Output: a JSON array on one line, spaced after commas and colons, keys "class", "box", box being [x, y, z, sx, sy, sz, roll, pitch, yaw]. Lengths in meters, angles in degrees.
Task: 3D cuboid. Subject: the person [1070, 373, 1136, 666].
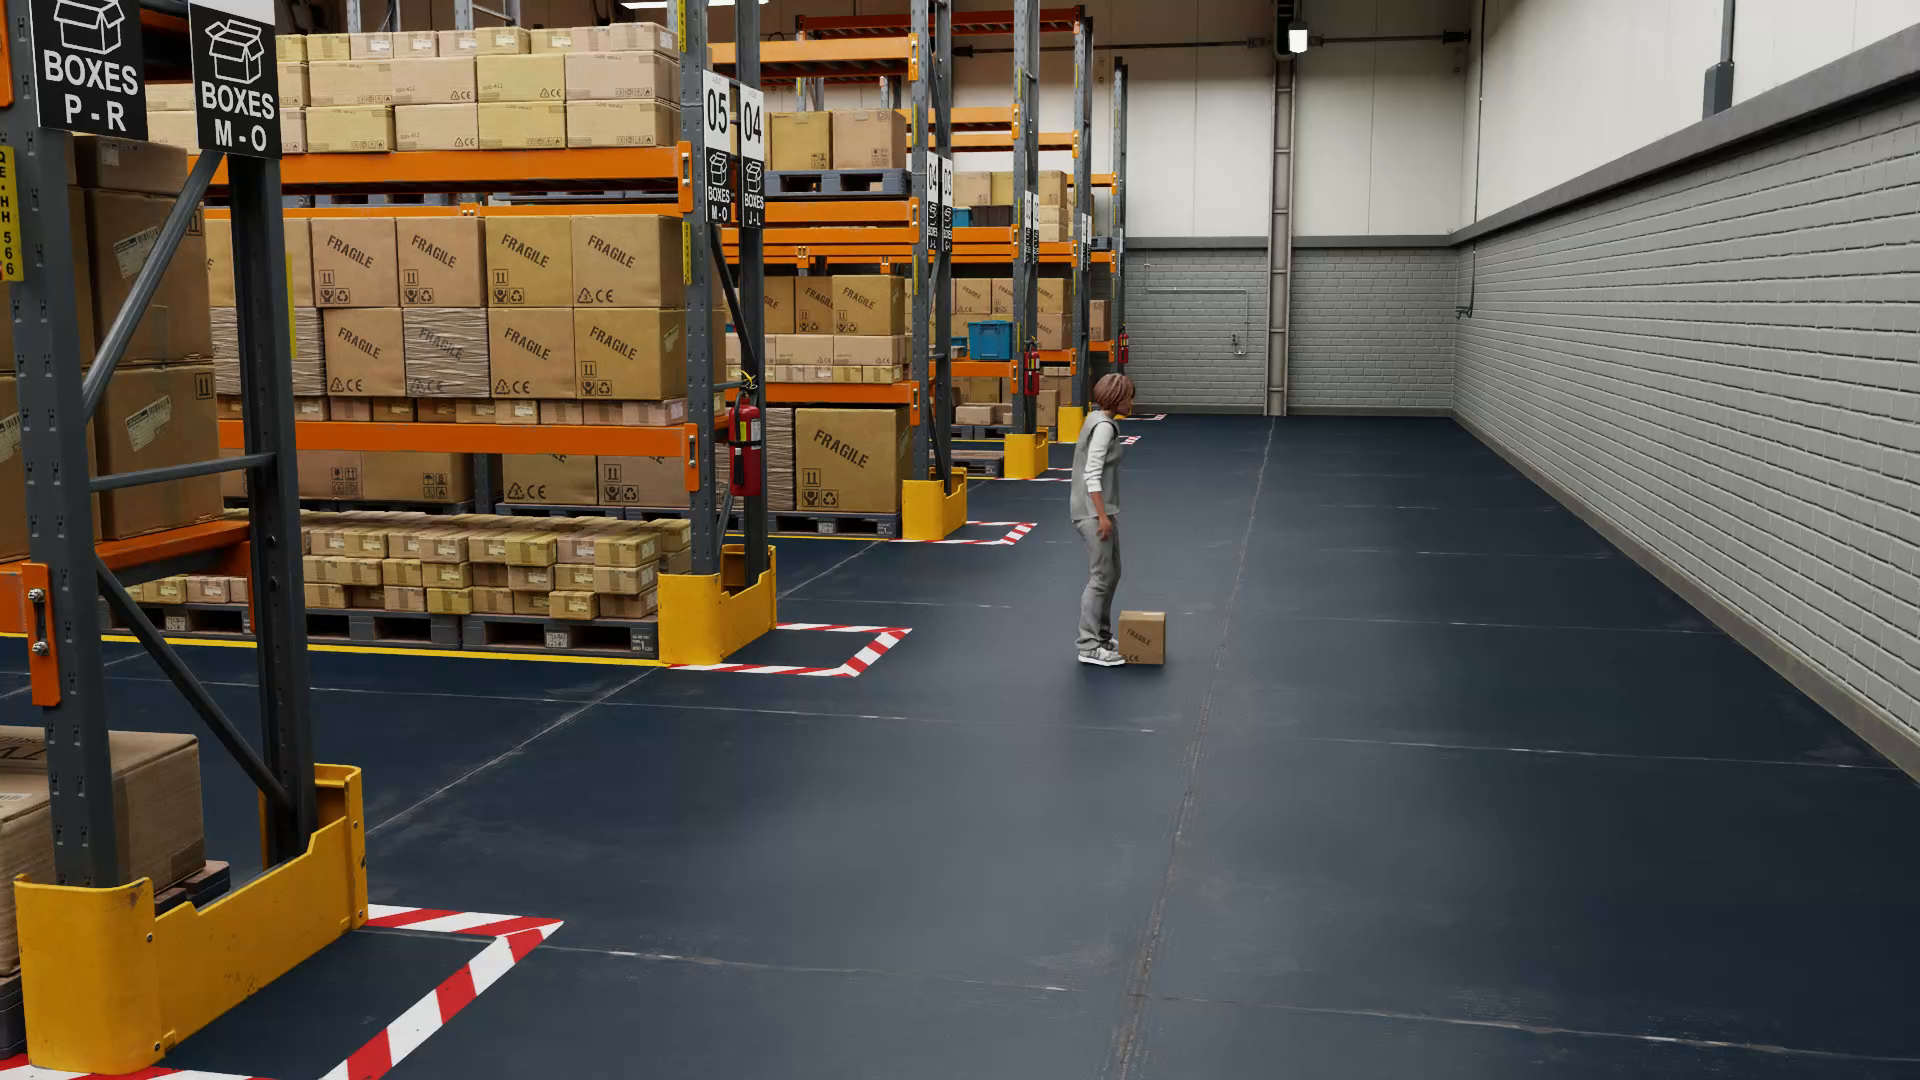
[{"class": "person", "box": [0.795, -0.124, 9.232, 0.366, 1.592, 0.472, 1, 8, 10]}]
